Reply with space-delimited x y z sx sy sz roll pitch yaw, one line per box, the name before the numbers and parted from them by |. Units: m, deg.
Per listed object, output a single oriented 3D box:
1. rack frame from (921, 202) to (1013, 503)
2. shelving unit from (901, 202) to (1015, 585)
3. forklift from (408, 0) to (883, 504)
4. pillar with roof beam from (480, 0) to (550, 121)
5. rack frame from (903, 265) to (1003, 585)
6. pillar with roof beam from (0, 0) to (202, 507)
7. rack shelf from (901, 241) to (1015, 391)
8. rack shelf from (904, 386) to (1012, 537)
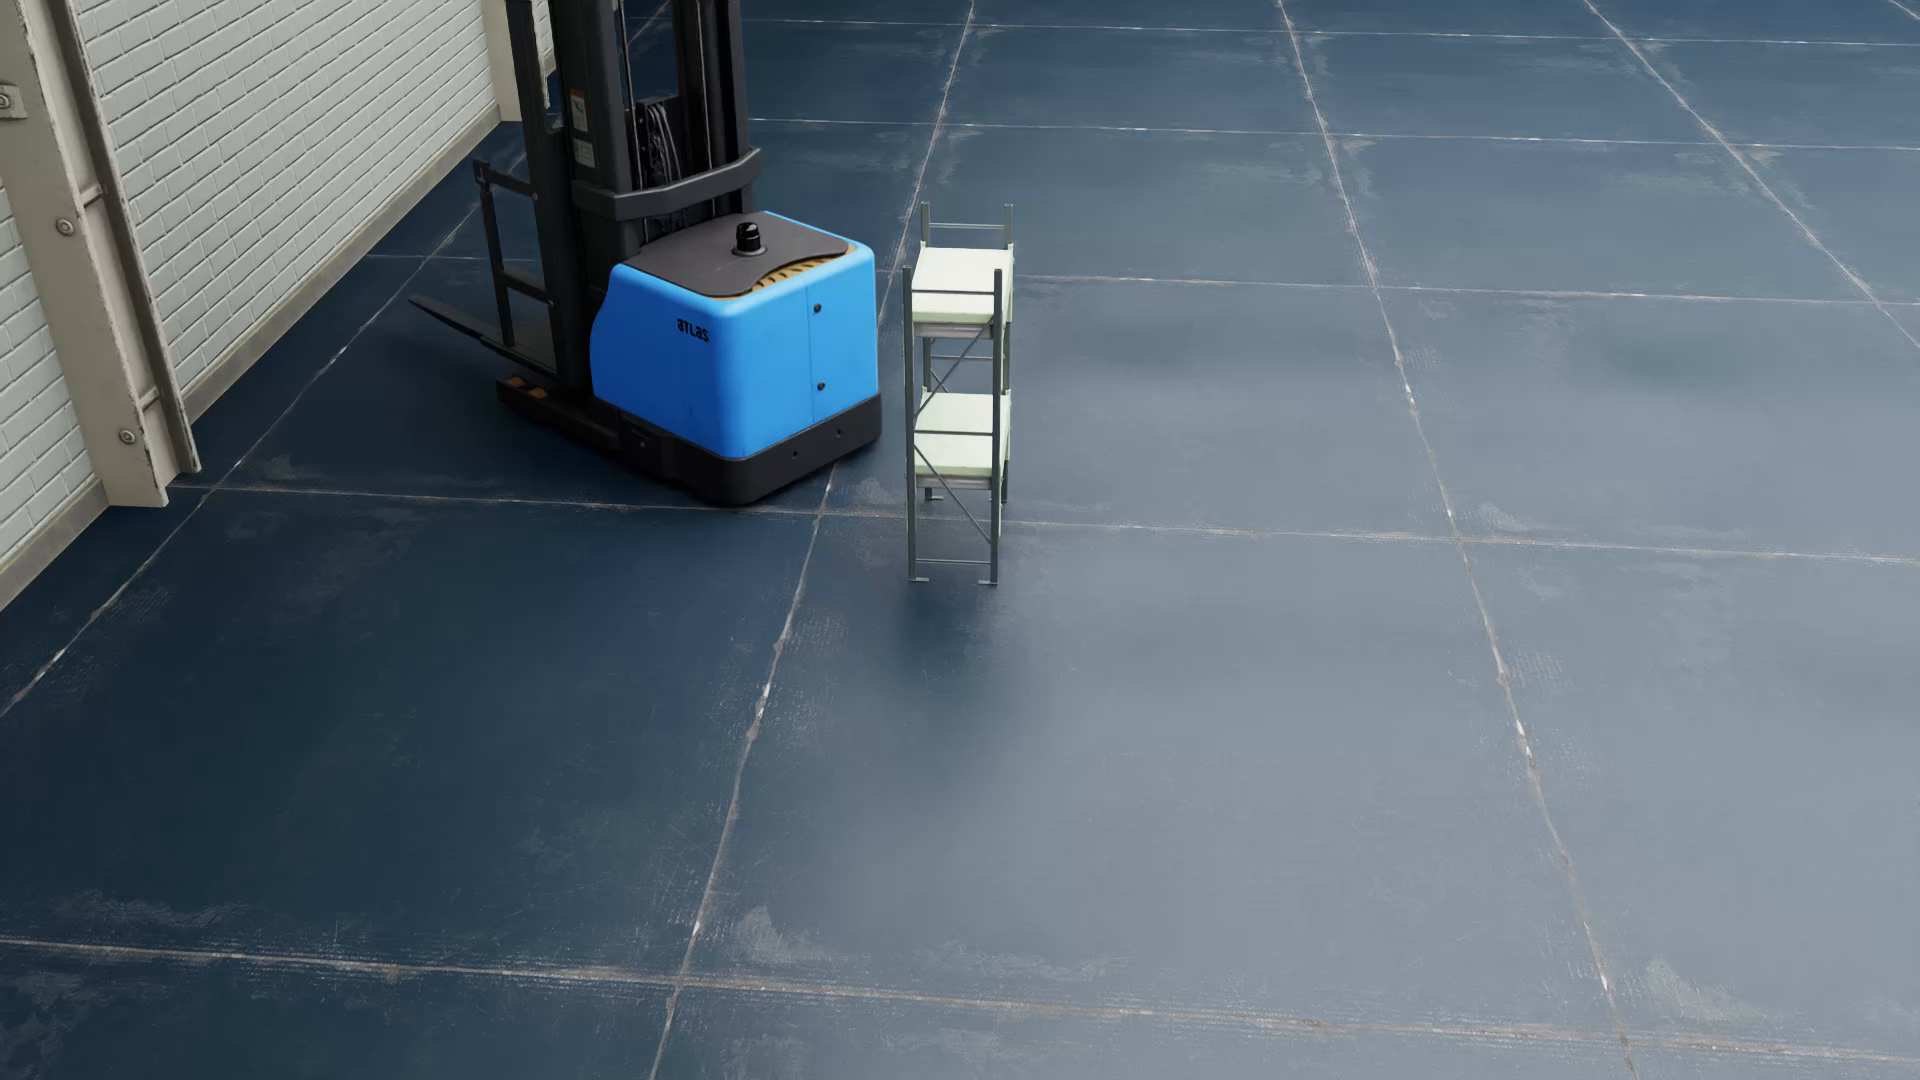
rack frame | 0.030 -0.833 7.673 0.400 1.500 0.023 2 32 4
shelving unit | 0.001 -0.642 7.362 0.431 1.500 0.755 2 32 4
forklift | -1.835 -2.064 8.306 3.031 2.935 1.130 25 39 34
pillar with roof beam | 0.808 -7.052 10.616 9.100 9.000 0.400 2 32 4
rack frame | -0.029 -0.451 7.052 0.400 1.500 0.023 2 32 4
pillar with roof beam | 0.320 -3.915 5.525 9.100 9.000 0.400 2 32 4
rack shelf | 0.001 -0.974 7.157 0.431 0.370 0.720 2 32 4
rack shelf | 0.001 -0.364 7.533 0.431 0.370 0.720 2 32 4
